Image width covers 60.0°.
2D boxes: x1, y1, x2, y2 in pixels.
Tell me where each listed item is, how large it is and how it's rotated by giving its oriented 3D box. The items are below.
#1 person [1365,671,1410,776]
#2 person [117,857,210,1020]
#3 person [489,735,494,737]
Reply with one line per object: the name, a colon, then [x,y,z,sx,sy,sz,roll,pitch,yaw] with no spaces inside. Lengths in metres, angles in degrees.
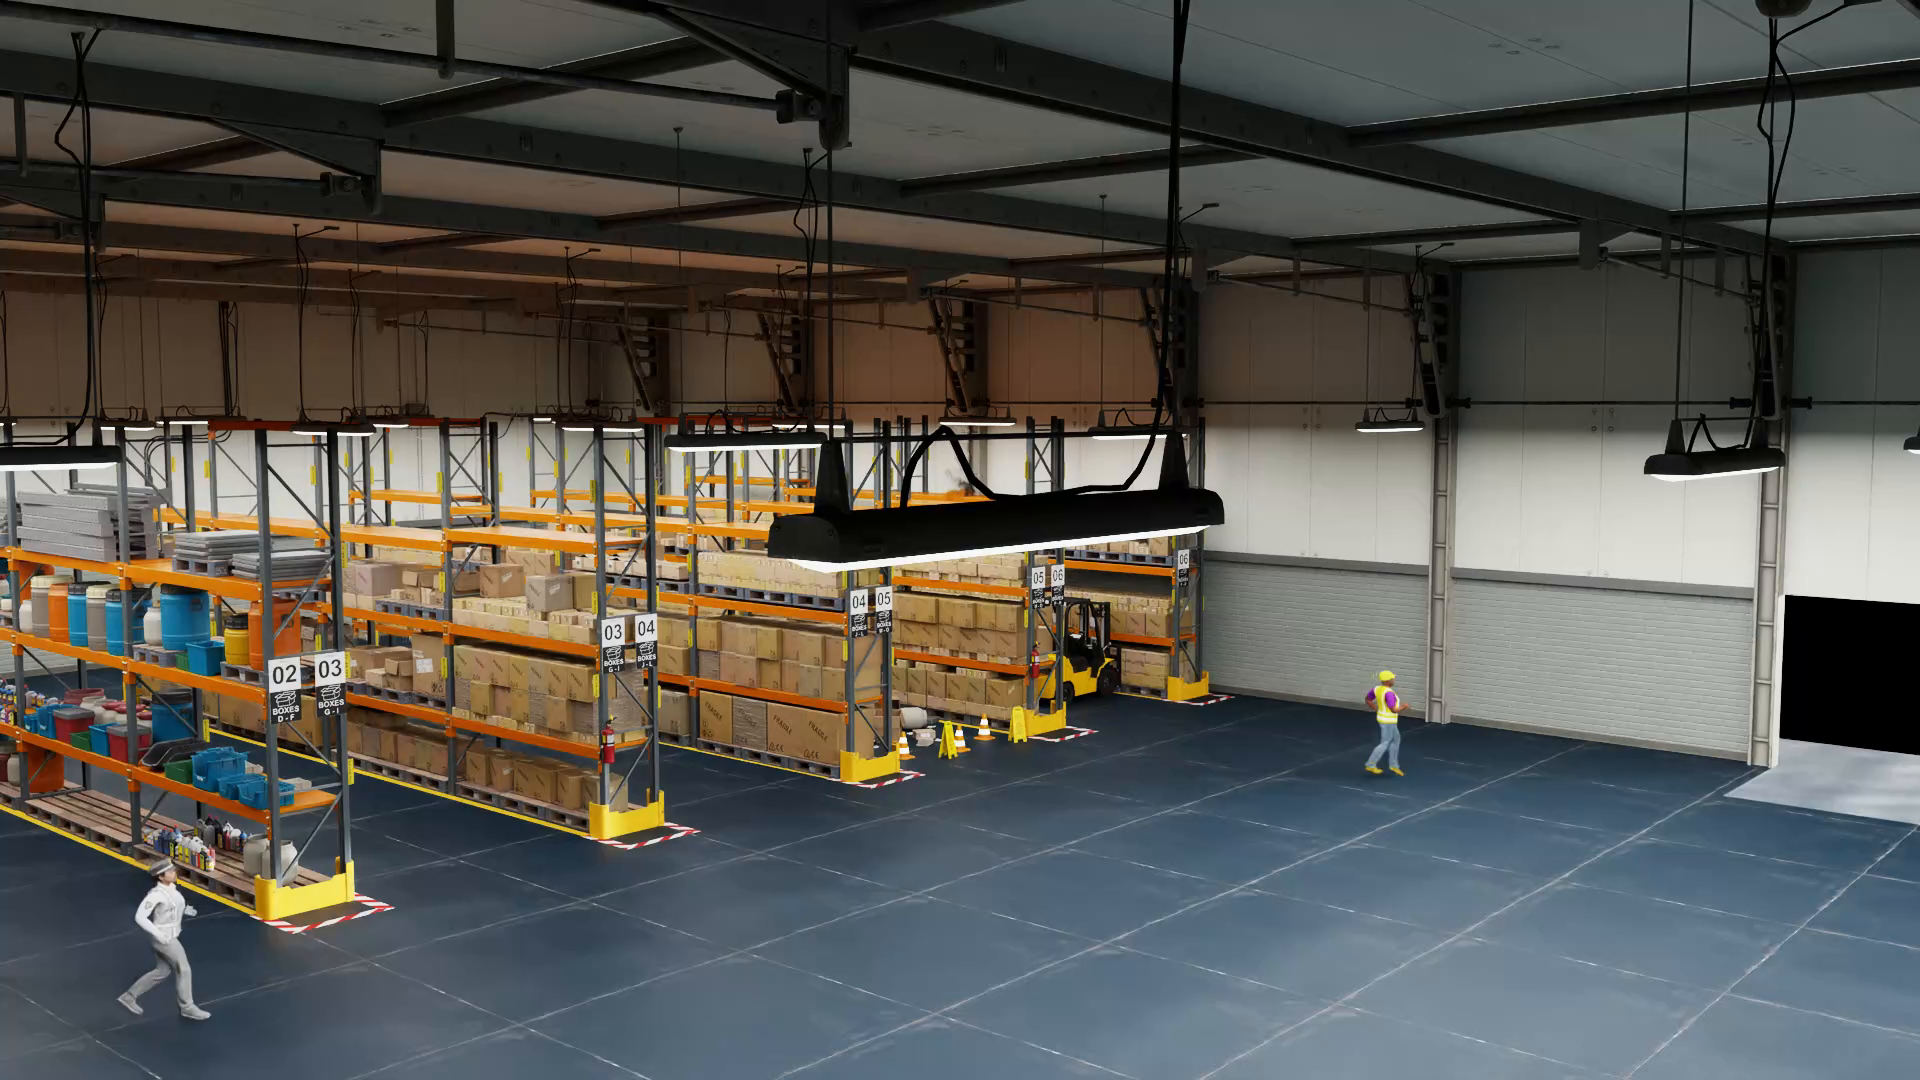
person: [7.204,3.111,28.070,0.738,1.823,0.677,0,5,-1]
person: [-8.152,4.077,16.985,0.862,1.711,0.602,-1,5,-16]
person: [-8.971,2.835,31.500,0.821,1.779,0.681,3,6,36]
